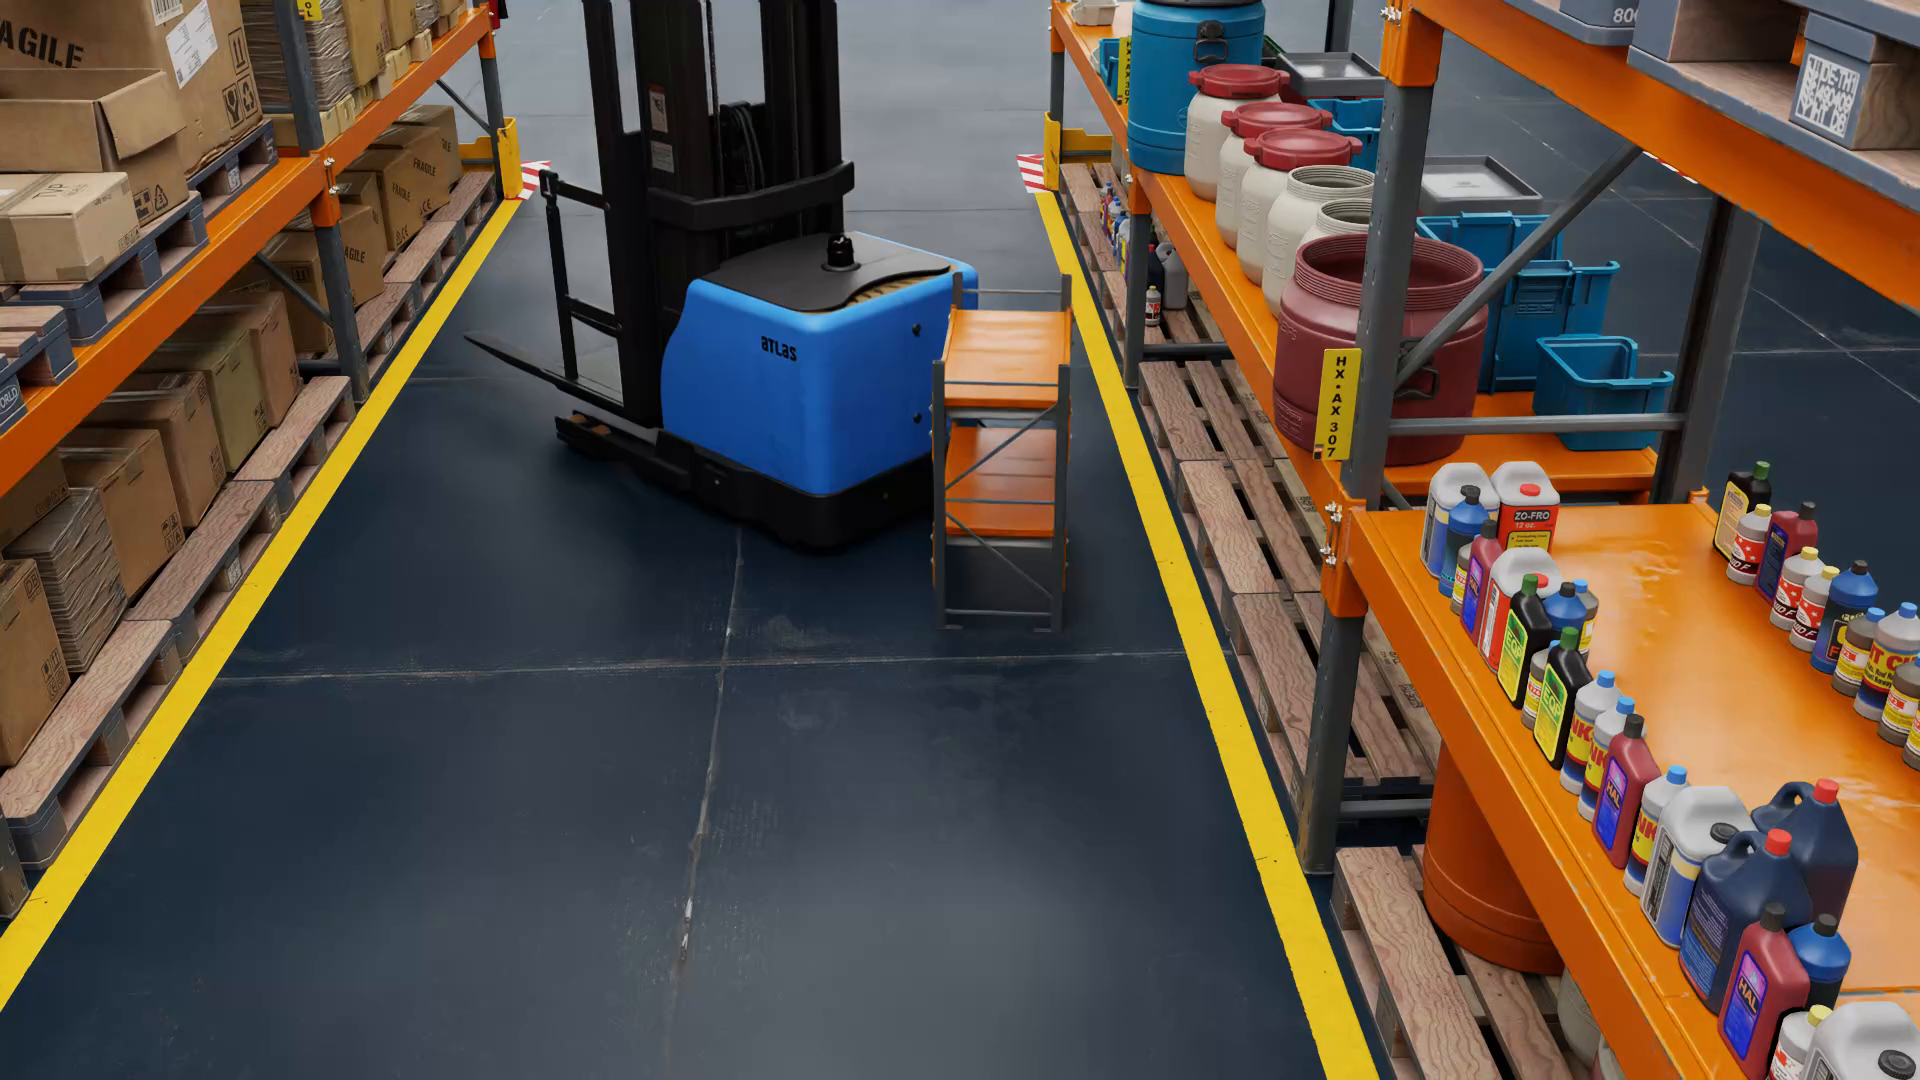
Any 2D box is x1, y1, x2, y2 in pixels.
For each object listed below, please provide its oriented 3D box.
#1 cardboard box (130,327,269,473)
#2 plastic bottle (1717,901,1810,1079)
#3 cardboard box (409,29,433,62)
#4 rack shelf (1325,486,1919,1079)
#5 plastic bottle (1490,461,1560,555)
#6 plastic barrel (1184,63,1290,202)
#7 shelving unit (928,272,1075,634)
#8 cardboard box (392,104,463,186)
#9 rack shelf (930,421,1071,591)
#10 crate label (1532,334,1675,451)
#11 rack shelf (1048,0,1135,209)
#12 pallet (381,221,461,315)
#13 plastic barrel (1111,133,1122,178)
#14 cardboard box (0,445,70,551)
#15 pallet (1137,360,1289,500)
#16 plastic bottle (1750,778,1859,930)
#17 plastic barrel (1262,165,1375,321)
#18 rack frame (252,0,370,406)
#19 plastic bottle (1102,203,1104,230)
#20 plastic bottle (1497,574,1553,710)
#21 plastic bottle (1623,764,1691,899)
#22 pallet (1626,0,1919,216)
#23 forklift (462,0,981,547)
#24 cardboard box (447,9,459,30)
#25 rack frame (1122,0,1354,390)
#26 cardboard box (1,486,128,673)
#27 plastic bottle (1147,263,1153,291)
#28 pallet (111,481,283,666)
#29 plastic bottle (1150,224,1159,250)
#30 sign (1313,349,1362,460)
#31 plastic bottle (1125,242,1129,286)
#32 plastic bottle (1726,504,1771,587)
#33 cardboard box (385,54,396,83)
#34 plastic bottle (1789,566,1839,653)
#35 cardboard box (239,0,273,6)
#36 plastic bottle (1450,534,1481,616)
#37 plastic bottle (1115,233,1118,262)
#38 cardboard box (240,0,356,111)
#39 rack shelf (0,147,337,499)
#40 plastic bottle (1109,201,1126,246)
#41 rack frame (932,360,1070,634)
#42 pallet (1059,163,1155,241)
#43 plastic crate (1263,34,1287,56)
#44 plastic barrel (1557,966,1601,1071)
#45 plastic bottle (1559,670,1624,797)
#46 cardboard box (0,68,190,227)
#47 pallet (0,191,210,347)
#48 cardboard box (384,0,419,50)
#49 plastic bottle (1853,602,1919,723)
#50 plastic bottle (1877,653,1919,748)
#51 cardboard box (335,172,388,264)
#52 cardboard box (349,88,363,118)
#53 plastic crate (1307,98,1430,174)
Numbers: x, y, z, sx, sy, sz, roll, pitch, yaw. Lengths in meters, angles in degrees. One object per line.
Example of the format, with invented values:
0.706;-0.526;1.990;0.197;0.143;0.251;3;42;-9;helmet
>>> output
-3.562;-0.621;7.425;0.700;0.500;0.500;-2;28;-3;cardboard box
1.320;0.736;2.720;0.061;0.283;0.133;-1;28;-3;plastic bottle
-3.383;-2.958;9.950;0.380;0.149;0.250;-1;28;-3;cardboard box
1.681;0.931;2.999;1.077;0.370;4.000;-1;28;-3;rack shelf
1.429;-0.053;4.242;0.152;0.276;0.135;-1;28;-3;plastic bottle
1.199;-1.772;7.257;0.433;0.535;0.433;0;28;0;plastic barrel
0.184;-0.377;6.757;0.538;1.125;1.048;2;28;3;shelving unit
-3.771;-2.676;11.385;0.500;0.500;0.500;4;28;7;cardboard box
0.184;-0.161;6.870;0.538;0.278;1.000;2;28;3;rack shelf
1.929;-0.441;5.033;0.303;0.233;0.416;-1;28;-3;crate label
1.264;-2.764;10.083;1.077;0.370;4.000;-1;28;-3;rack shelf
-3.715;-1.677;10.237;1.003;0.211;1.213;-1;28;-3;pallet
1.270;-2.787;11.587;0.421;0.512;0.421;0;28;0;plastic barrel
-3.472;-0.165;5.739;0.500;0.250;0.500;2;28;3;cardboard box
1.448;-0.561;8.097;1.003;0.211;1.213;-1;28;-3;pallet
1.498;0.566;2.974;0.144;0.351;0.185;-1;28;-3;plastic bottle
1.288;-1.026;5.852;0.421;0.512;0.421;0;28;0;plastic barrel
-3.578;-2.039;7.916;1.000;3.000;0.127;-1;28;-3;rack frame
0.948;-2.068;10.521;0.097;0.201;0.097;0;28;0;plastic bottle
1.262;0.224;3.702;0.061;0.283;0.133;-1;28;-3;plastic bottle
1.316;0.541;3.109;0.097;0.271;0.097;0;28;0;plastic bottle
1.585;-0.594;2.106;1.003;0.211;1.213;-1;28;-3;pallet
-1.325;-1.839;7.607;3.031;2.935;1.130;23;35;37;forklift
-3.489;-3.419;10.833;0.380;0.149;0.250;-1;28;-3;cardboard box
1.368;-2.159;8.146;1.000;3.000;0.127;-1;28;-3;rack frame
-3.466;0.156;5.934;0.700;0.500;0.500;-4;28;-7;cardboard box
1.013;-1.364;9.083;0.061;0.283;0.133;0;28;0;plastic bottle
-3.469;0.121;6.789;1.003;0.211;1.213;-1;28;-3;pallet
1.121;-1.692;9.712;0.061;0.283;0.133;-1;28;-3;plastic bottle
1.028;-0.368;4.535;0.100;0.325;0.005;-1;28;-3;sign
0.986;-1.603;9.541;0.061;0.283;0.133;0;28;1;plastic bottle
2.012;0.007;4.209;0.097;0.201;0.097;0;28;0;plastic bottle
-3.379;-2.611;9.285;0.380;0.149;0.250;-1;28;-3;cardboard box
2.029;0.158;3.918;0.097;0.201;0.097;0;28;0;plastic bottle
-3.348;-2.873;8.004;0.500;0.500;0.500;-1;28;-3;cardboard box
1.260;0.083;4.062;0.097;0.201;0.097;0;28;0;plastic bottle
0.982;-1.771;9.951;0.097;0.201;0.097;0;28;0;plastic bottle
-3.540;-2.425;8.226;0.875;0.500;0.500;-1;28;-3;cardboard box
-3.474;-0.797;6.312;1.077;0.370;4.000;-1;28;-3;rack shelf
0.966;-1.942;10.205;0.097;0.271;0.097;0;28;0;plastic bottle
0.150;-0.143;6.307;0.500;1.125;0.032;2;28;3;rack frame
1.247;-2.361;11.548;1.003;0.211;1.213;-1;28;-3;pallet
1.579;-2.699;9.410;0.450;0.188;0.662;-1;28;-3;plastic crate
1.738;1.089;4.154;0.421;0.512;0.421;0;28;0;plastic barrel
1.299;0.389;3.400;0.097;0.271;0.097;0;28;0;plastic bottle
-3.395;-1.473;6.265;0.797;0.503;0.637;1;28;3;cardboard box
-3.514;-1.020;6.170;1.003;0.211;1.213;-1;28;-3;pallet
-3.642;-3.117;9.553;0.875;0.500;0.500;-1;28;-3;cardboard box
2.044;0.262;3.643;0.097;0.271;0.097;0;28;0;plastic bottle
2.049;0.338;3.573;0.097;0.201;0.097;0;28;0;plastic bottle
-3.707;-1.852;9.806;0.500;0.500;0.500;-4;28;-7;cardboard box
-3.330;-2.265;8.621;0.380;0.149;0.250;-1;28;-3;cardboard box
1.736;-1.650;7.187;0.392;0.384;0.575;-1;28;-3;plastic crate
